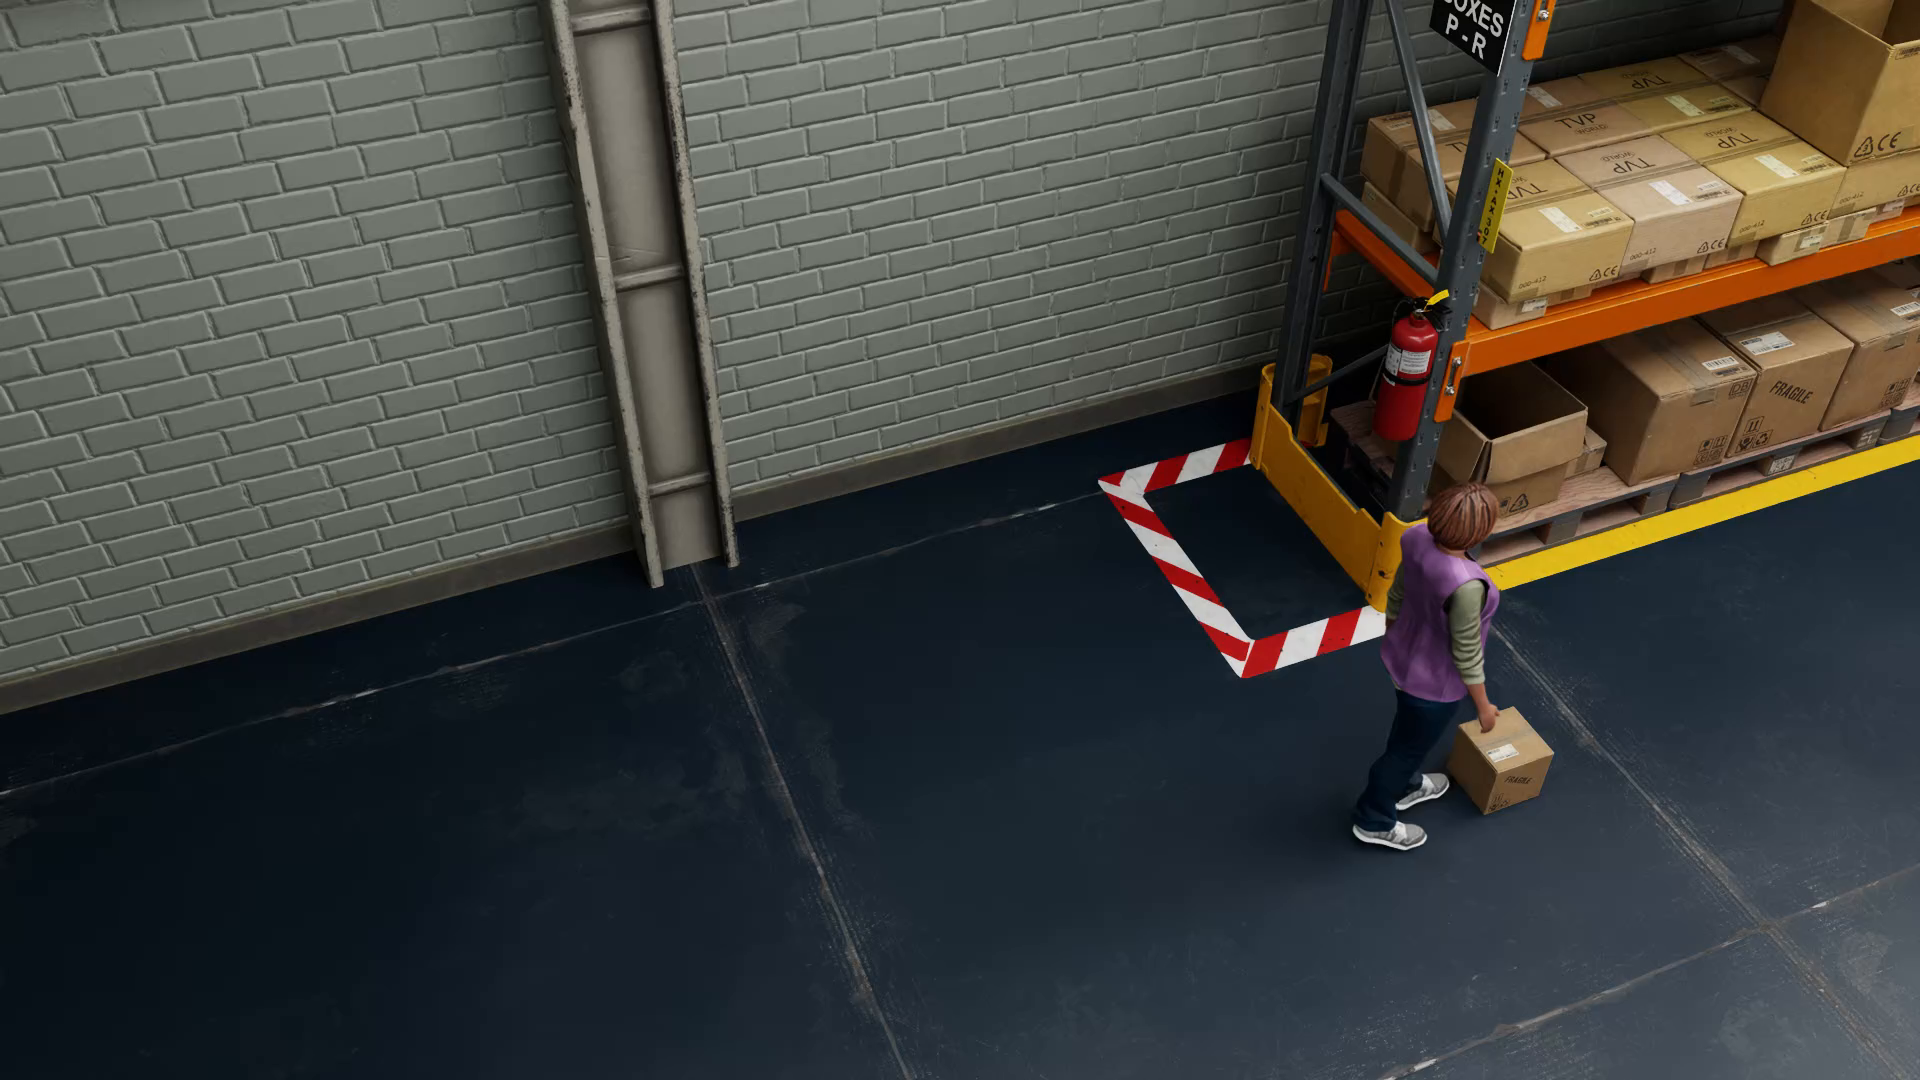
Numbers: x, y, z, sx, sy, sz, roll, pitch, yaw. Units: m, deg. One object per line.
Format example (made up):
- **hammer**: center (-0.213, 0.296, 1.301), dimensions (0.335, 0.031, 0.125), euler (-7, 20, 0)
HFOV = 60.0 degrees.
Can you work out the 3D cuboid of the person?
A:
- **person**: center (1.646, 0.450, 5.654), dimensions (0.464, 1.606, 0.480), euler (-9, 43, -10)
